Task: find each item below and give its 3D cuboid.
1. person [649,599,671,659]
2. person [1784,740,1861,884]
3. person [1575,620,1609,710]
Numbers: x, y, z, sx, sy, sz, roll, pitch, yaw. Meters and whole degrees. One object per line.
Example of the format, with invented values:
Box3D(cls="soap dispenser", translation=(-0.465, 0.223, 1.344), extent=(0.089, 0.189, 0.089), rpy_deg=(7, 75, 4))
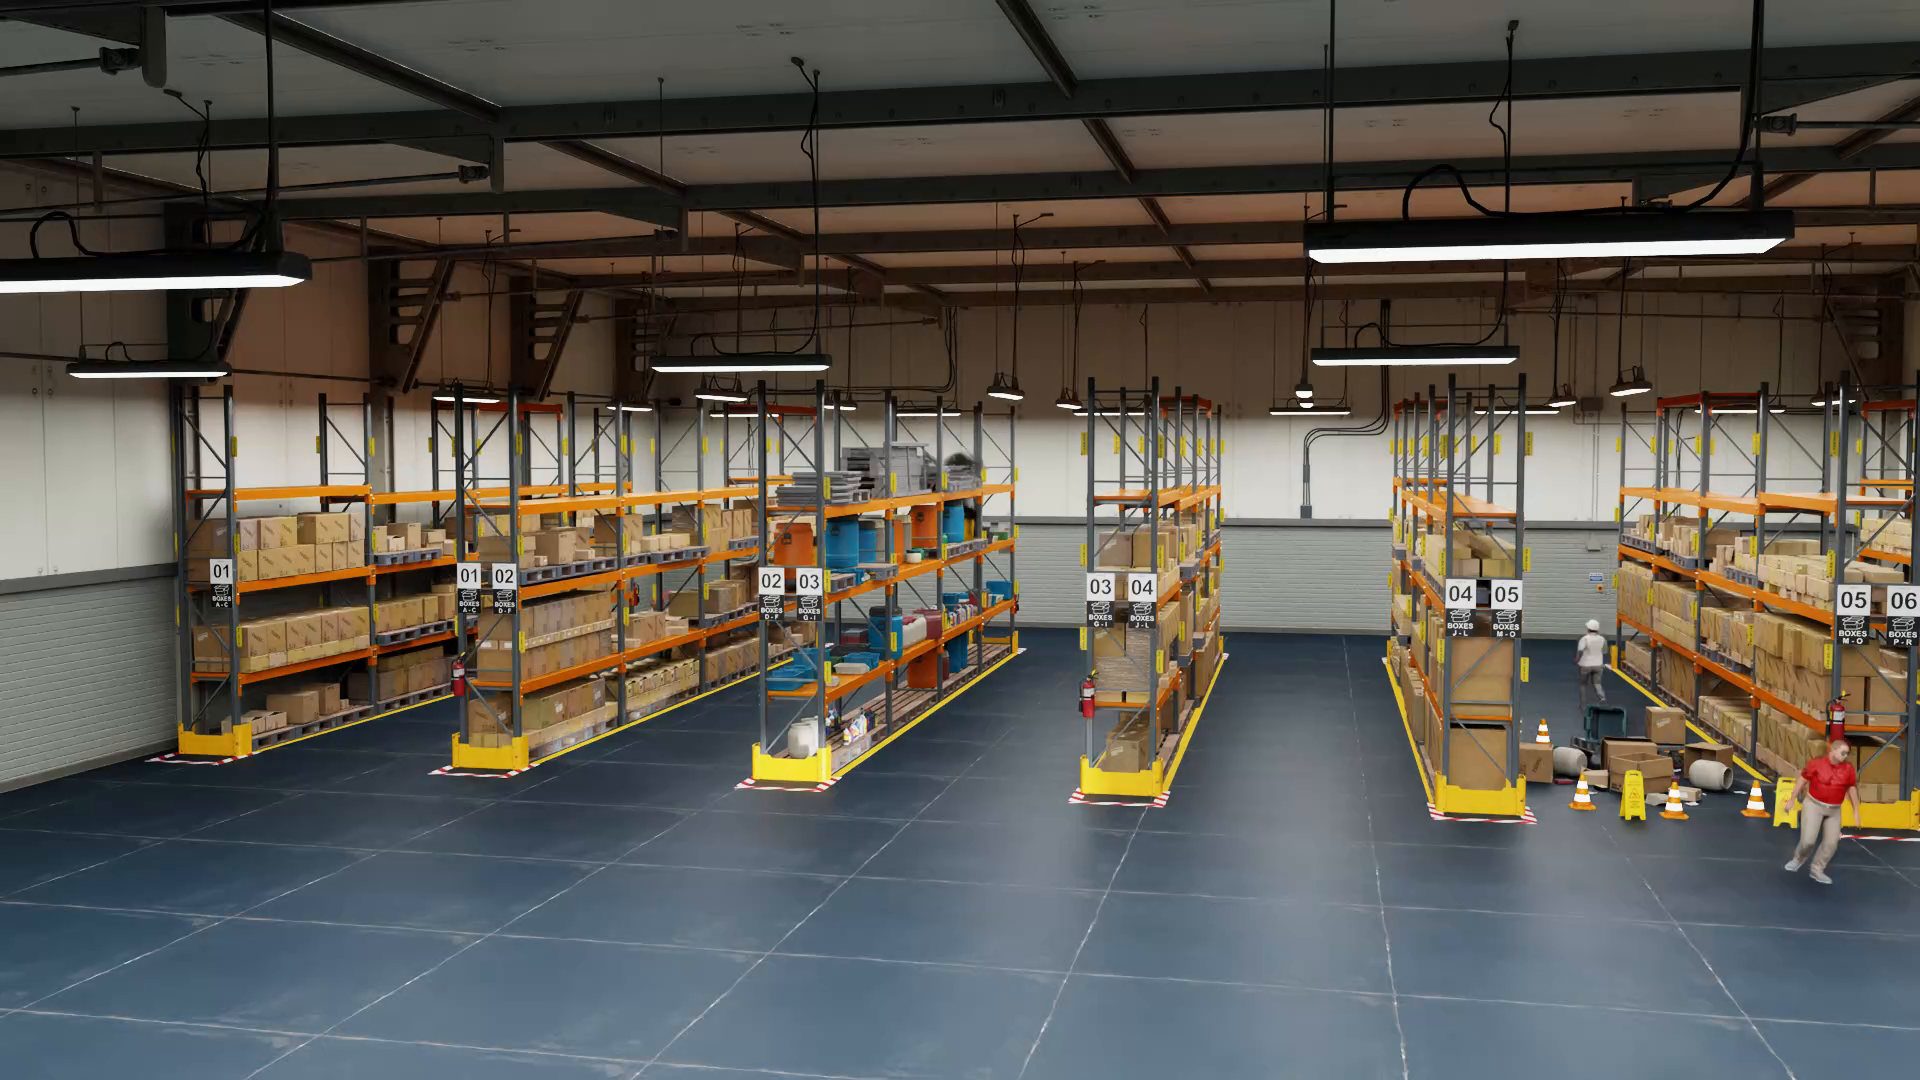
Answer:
Box3D(cls="person", translation=(-6.627, 2.102, 36.767), extent=(0.656, 1.696, 0.864), rpy_deg=(0, 3, -6))
Box3D(cls="person", translation=(9.894, 3.096, 19.093), extent=(0.686, 1.682, 0.597), rpy_deg=(0, 3, 0))
Box3D(cls="person", translation=(11.900, 2.368, 31.341), extent=(0.657, 1.749, 0.905), rpy_deg=(0, 3, 0))
